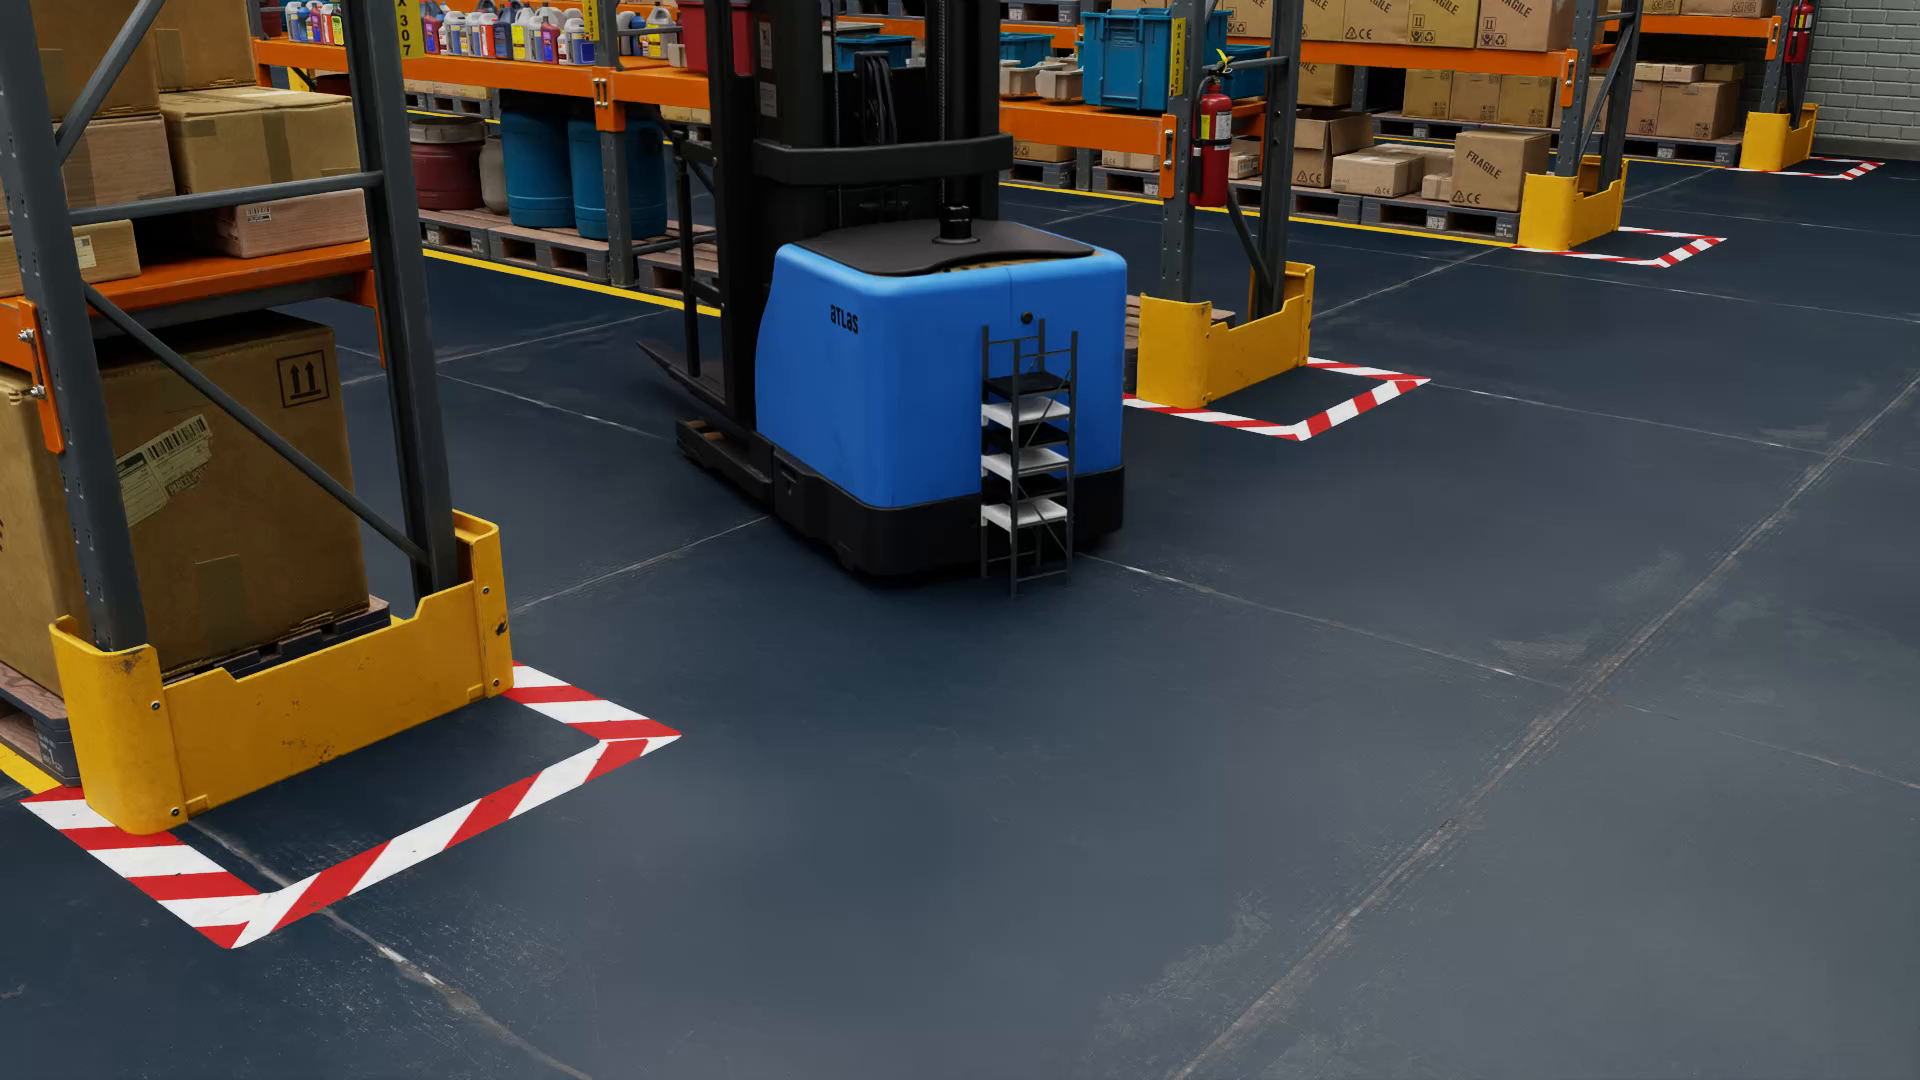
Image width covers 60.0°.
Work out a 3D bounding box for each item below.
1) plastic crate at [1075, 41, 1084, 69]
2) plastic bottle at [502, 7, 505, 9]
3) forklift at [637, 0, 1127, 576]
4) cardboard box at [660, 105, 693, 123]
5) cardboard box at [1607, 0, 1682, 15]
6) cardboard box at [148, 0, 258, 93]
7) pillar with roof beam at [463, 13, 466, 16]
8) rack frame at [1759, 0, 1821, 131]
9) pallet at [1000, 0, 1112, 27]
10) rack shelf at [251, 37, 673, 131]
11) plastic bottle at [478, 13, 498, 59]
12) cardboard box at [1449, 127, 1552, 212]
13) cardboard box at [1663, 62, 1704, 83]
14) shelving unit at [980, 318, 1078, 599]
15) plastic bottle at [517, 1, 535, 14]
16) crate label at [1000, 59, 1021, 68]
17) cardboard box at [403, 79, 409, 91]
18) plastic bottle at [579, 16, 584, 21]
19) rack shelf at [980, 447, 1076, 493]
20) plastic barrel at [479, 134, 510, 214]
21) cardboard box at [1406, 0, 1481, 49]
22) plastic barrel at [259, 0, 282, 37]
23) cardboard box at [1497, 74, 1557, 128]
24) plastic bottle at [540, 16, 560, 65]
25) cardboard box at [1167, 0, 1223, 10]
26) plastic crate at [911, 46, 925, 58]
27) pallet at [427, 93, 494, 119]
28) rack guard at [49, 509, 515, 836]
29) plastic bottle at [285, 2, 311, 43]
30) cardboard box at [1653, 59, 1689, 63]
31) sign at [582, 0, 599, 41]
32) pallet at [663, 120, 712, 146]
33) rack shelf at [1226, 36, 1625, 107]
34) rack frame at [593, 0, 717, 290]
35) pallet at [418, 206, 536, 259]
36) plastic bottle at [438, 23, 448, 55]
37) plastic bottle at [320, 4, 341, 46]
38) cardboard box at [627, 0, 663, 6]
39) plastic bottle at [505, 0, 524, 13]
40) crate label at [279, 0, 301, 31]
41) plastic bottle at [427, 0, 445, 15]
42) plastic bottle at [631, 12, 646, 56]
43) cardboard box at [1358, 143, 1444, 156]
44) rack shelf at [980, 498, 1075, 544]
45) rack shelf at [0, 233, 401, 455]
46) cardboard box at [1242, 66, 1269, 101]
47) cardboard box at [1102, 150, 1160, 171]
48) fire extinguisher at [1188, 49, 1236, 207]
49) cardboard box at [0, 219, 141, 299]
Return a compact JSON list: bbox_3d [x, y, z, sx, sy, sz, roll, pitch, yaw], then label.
[{"bbox_3d":[0.802,-2.448,8.560,0.300,0.233,0.416,16,26,36],"label":"plastic crate"},{"bbox_3d":[-3.133,-3.541,11.490,0.097,0.271,0.097,0,21,0],"label":"plastic bottle"},{"bbox_3d":[-0.553,-1.726,6.591,1.130,2.935,3.031,-11,23,-27],"label":"forklift"},{"bbox_3d":[-2.732,-4.419,16.936,0.500,0.250,0.500,16,26,36],"label":"cardboard box"},{"bbox_3d":[6.587,-5.325,15.612,0.700,0.700,0.980,16,26,36],"label":"cardboard box"},{"bbox_3d":[-2.426,-1.564,4.794,0.500,0.500,0.500,15,26,35],"label":"cardboard box"},{"bbox_3d":[-11.118,-11.533,23.998,0.400,9.000,9.100,16,26,36],"label":"pillar with roof beam"},{"bbox_3d":[7.559,-4.914,14.949,0.127,3.000,1.000,16,26,36],"label":"rack frame"},{"bbox_3d":[0.781,-4.570,14.308,1.213,0.211,1.003,16,26,36],"label":"pallet"},{"bbox_3d":[-3.354,-3.208,11.444,4.000,0.370,1.077,16,26,36],"label":"rack shelf"},{"bbox_3d":[-2.988,-3.234,10.669,0.135,0.276,0.152,16,26,36],"label":"plastic bottle"},{"bbox_3d":[3.853,-2.649,11.862,0.500,0.500,0.500,16,26,36],"label":"cardboard box"},{"bbox_3d":[6.739,-4.352,15.487,0.250,0.149,0.380,16,26,36],"label":"cardboard box"},{"bbox_3d":[0.229,-0.274,5.619,0.258,0.900,0.210,-11,23,-27],"label":"shelving unit"},{"bbox_3d":[-2.775,-3.272,10.663,0.185,0.351,0.144,16,26,36],"label":"plastic bottle"},{"bbox_3d":[0.102,-2.367,8.483,0.243,0.136,0.396,16,26,36],"label":"crate label"},{"bbox_3d":[-6.530,-5.523,19.865,0.500,0.250,0.500,16,26,36],"label":"cardboard box"},{"bbox_3d":[-2.507,-3.440,11.206,0.133,0.283,0.061,16,26,36],"label":"plastic bottle"},{"bbox_3d":[0.229,-0.243,5.631,0.258,0.077,0.200,-11,23,-27],"label":"rack shelf"},{"bbox_3d":[-3.144,-2.565,11.650,0.421,0.512,0.421,0,21,0],"label":"plastic barrel"},{"bbox_3d":[3.506,-3.746,11.710,0.500,0.500,0.500,16,26,37],"label":"cardboard box"},{"bbox_3d":[-5.454,-4.075,12.531,0.708,0.536,0.600,16,26,36],"label":"plastic barrel"},{"bbox_3d":[5.758,-4.411,16.560,0.500,0.500,0.700,17,26,37],"label":"cardboard box"},{"bbox_3d":[-2.522,-3.083,10.257,0.133,0.283,0.061,16,26,36],"label":"plastic bottle"},{"bbox_3d":[1.952,-4.197,12.905,0.500,0.500,0.500,17,26,37],"label":"cardboard box"},{"bbox_3d":[-0.265,-2.697,9.357,0.466,0.136,0.293,16,26,36],"label":"plastic crate"},{"bbox_3d":[-5.457,-5.121,19.448,1.213,0.211,1.003,16,26,36],"label":"pallet"},{"bbox_3d":[-1.818,0.323,4.603,0.348,0.500,1.175,16,26,36],"label":"rack guard"},{"bbox_3d":[-4.772,-3.748,12.032,0.135,0.276,0.152,16,26,36],"label":"plastic bottle"},{"bbox_3d":[6.784,-4.513,15.913,0.250,0.149,0.380,16,26,36],"label":"cardboard box"},{"bbox_3d":[-2.153,-3.078,9.687,0.005,0.325,0.100,16,26,36],"label":"sign"},{"bbox_3d":[-2.381,-4.234,17.096,1.213,0.211,1.003,16,26,36],"label":"pallet"},{"bbox_3d":[2.880,-3.669,12.666,4.000,0.370,1.077,16,26,36],"label":"rack shelf"},{"bbox_3d":[-1.804,-3.098,10.133,0.127,3.000,1.000,16,26,36],"label":"rack frame"},{"bbox_3d":[-3.325,-2.249,11.834,1.213,0.211,1.003,16,26,36],"label":"pallet"},{"bbox_3d":[-3.379,-3.299,10.947,0.097,0.201,0.097,0,21,0],"label":"plastic bottle"},{"bbox_3d":[-4.414,-3.645,11.758,0.135,0.276,0.152,16,26,36],"label":"plastic bottle"},{"bbox_3d":[-3.078,-5.761,17.052,0.500,0.500,0.500,14,25,33],"label":"cardboard box"},{"bbox_3d":[-3.091,-3.621,11.590,0.185,0.351,0.144,16,26,36],"label":"plastic bottle"},{"bbox_3d":[-5.502,-4.303,13.278,0.616,0.435,0.502,16,26,36],"label":"crate label"},{"bbox_3d":[-3.585,-3.508,11.290,0.185,0.351,0.144,16,26,36],"label":"plastic bottle"},{"bbox_3d":[-2.098,-3.309,10.874,0.097,0.271,0.097,0,21,0],"label":"plastic bottle"},{"bbox_3d":[3.413,-2.901,12.882,0.500,0.250,0.500,16,26,36],"label":"cardboard box"},{"bbox_3d":[0.229,-0.074,5.694,0.258,0.077,0.200,-11,23,-27],"label":"rack shelf"},{"bbox_3d":[-3.386,-0.962,5.487,4.000,0.370,1.077,16,26,36],"label":"rack shelf"},{"bbox_3d":[3.184,-5.304,18.434,0.750,0.750,0.750,17,27,38],"label":"cardboard box"},{"bbox_3d":[1.519,-3.247,13.714,0.500,0.311,0.500,16,26,36],"label":"cardboard box"},{"bbox_3d":[1.124,-1.837,7.428,0.183,0.674,0.296,16,26,36],"label":"fire extinguisher"},{"bbox_3d":[-2.321,-0.724,4.193,0.250,0.149,0.380,17,26,37],"label":"cardboard box"}]
